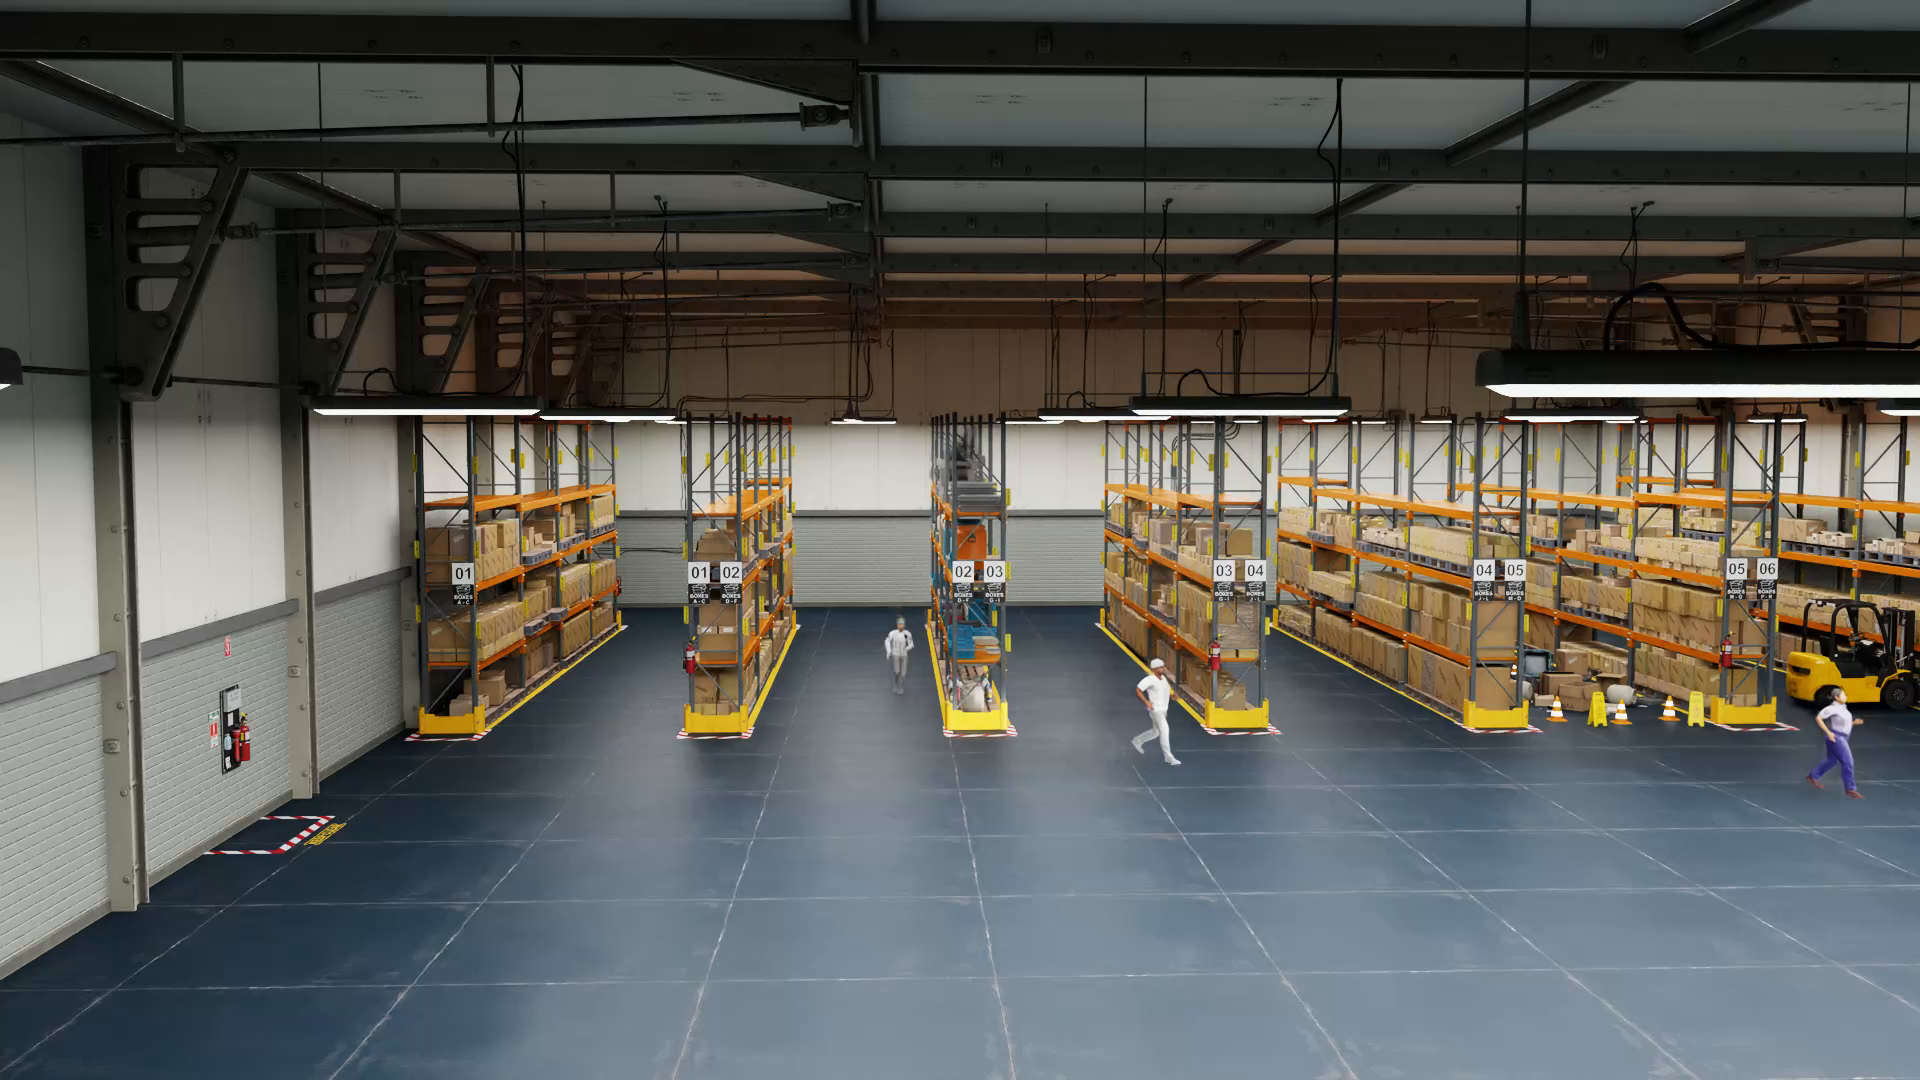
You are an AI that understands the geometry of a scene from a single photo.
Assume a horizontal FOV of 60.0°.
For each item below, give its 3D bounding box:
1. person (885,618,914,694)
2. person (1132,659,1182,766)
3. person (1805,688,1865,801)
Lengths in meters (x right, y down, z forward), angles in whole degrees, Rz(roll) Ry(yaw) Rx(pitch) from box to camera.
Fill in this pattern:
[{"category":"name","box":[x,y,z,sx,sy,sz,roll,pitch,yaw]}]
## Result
[{"category":"person","box":[-1.276,2.474,35.415,0.583,1.642,0.692,-1,4,-9]},{"category":"person","box":[3.349,2.909,28.333,0.970,1.773,0.700,2,5,31]},{"category":"person","box":[13.604,3.134,25.777,0.848,1.678,0.594,3,5,38]}]
